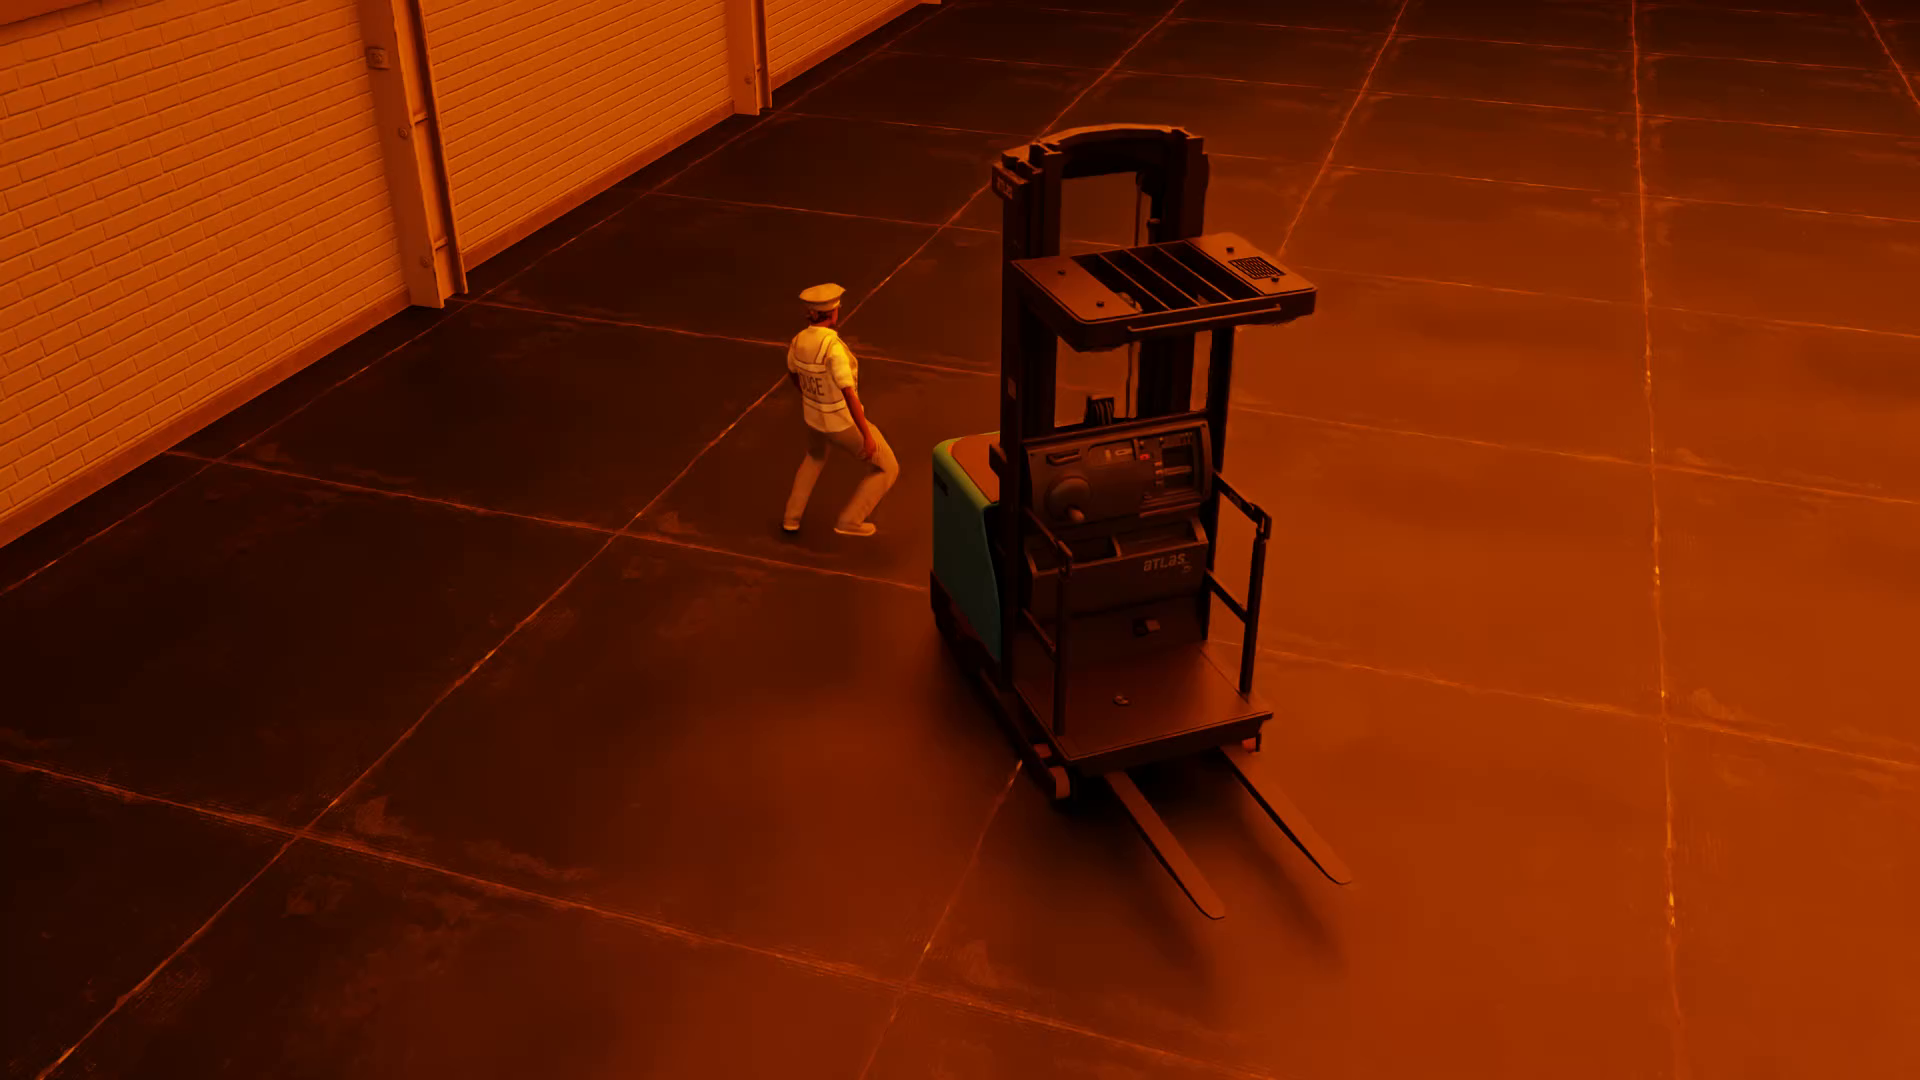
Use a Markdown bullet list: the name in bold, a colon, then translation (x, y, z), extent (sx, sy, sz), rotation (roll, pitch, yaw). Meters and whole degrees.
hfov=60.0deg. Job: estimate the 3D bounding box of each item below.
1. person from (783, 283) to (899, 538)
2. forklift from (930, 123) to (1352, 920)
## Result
- **person**: translation (-0.740, -0.725, 9.820), extent (0.536, 1.566, 0.835), rotation (-22, 36, -33)
- **forklift**: translation (0.829, -0.267, 7.605), extent (1.130, 2.935, 3.031), rotation (-11, 31, -18)
